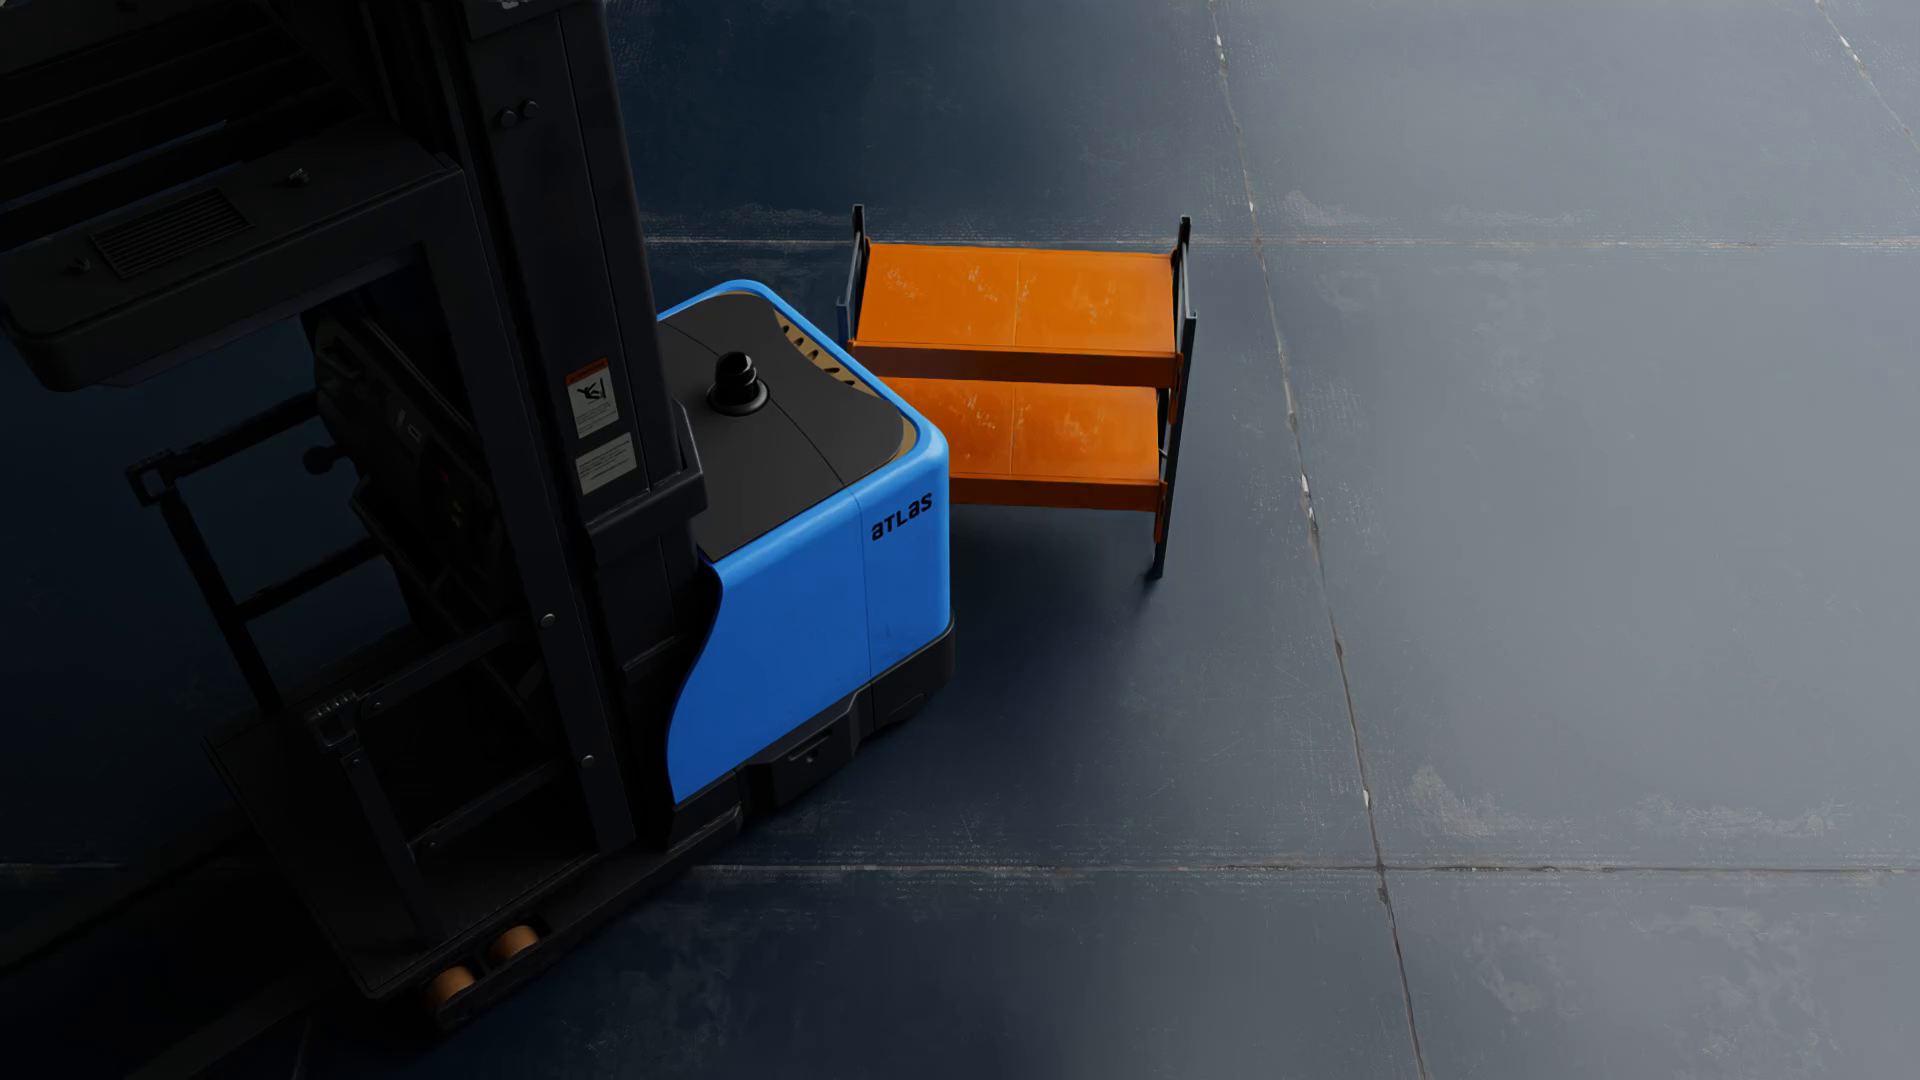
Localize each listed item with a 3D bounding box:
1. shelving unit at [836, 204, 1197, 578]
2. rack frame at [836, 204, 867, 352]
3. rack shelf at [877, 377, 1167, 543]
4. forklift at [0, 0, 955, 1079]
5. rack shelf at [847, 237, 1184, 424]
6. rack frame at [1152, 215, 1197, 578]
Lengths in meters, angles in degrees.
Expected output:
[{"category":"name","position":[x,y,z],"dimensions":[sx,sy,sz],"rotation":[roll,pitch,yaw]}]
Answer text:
[{"category":"shelving unit","position":[0.177,-0.461,5.410],"dimensions":[1.048,1.125,0.538],"rotation":[2,47,2]},{"category":"rack frame","position":[-0.331,-0.483,5.431],"dimensions":[0.032,1.125,0.500],"rotation":[2,47,2]},{"category":"rack shelf","position":[0.177,-0.294,5.589],"dimensions":[1.000,0.278,0.538],"rotation":[2,47,2]},{"category":"forklift","position":[-1.470,-0.120,3.860],"dimensions":[3.031,2.935,1.130],"rotation":[-32,55,-26]},{"category":"rack shelf","position":[0.177,-0.660,5.196],"dimensions":[1.000,0.278,0.538],"rotation":[2,47,2]},{"category":"rack frame","position":[0.684,-0.439,5.390],"dimensions":[0.032,1.125,0.500],"rotation":[2,47,2]}]
